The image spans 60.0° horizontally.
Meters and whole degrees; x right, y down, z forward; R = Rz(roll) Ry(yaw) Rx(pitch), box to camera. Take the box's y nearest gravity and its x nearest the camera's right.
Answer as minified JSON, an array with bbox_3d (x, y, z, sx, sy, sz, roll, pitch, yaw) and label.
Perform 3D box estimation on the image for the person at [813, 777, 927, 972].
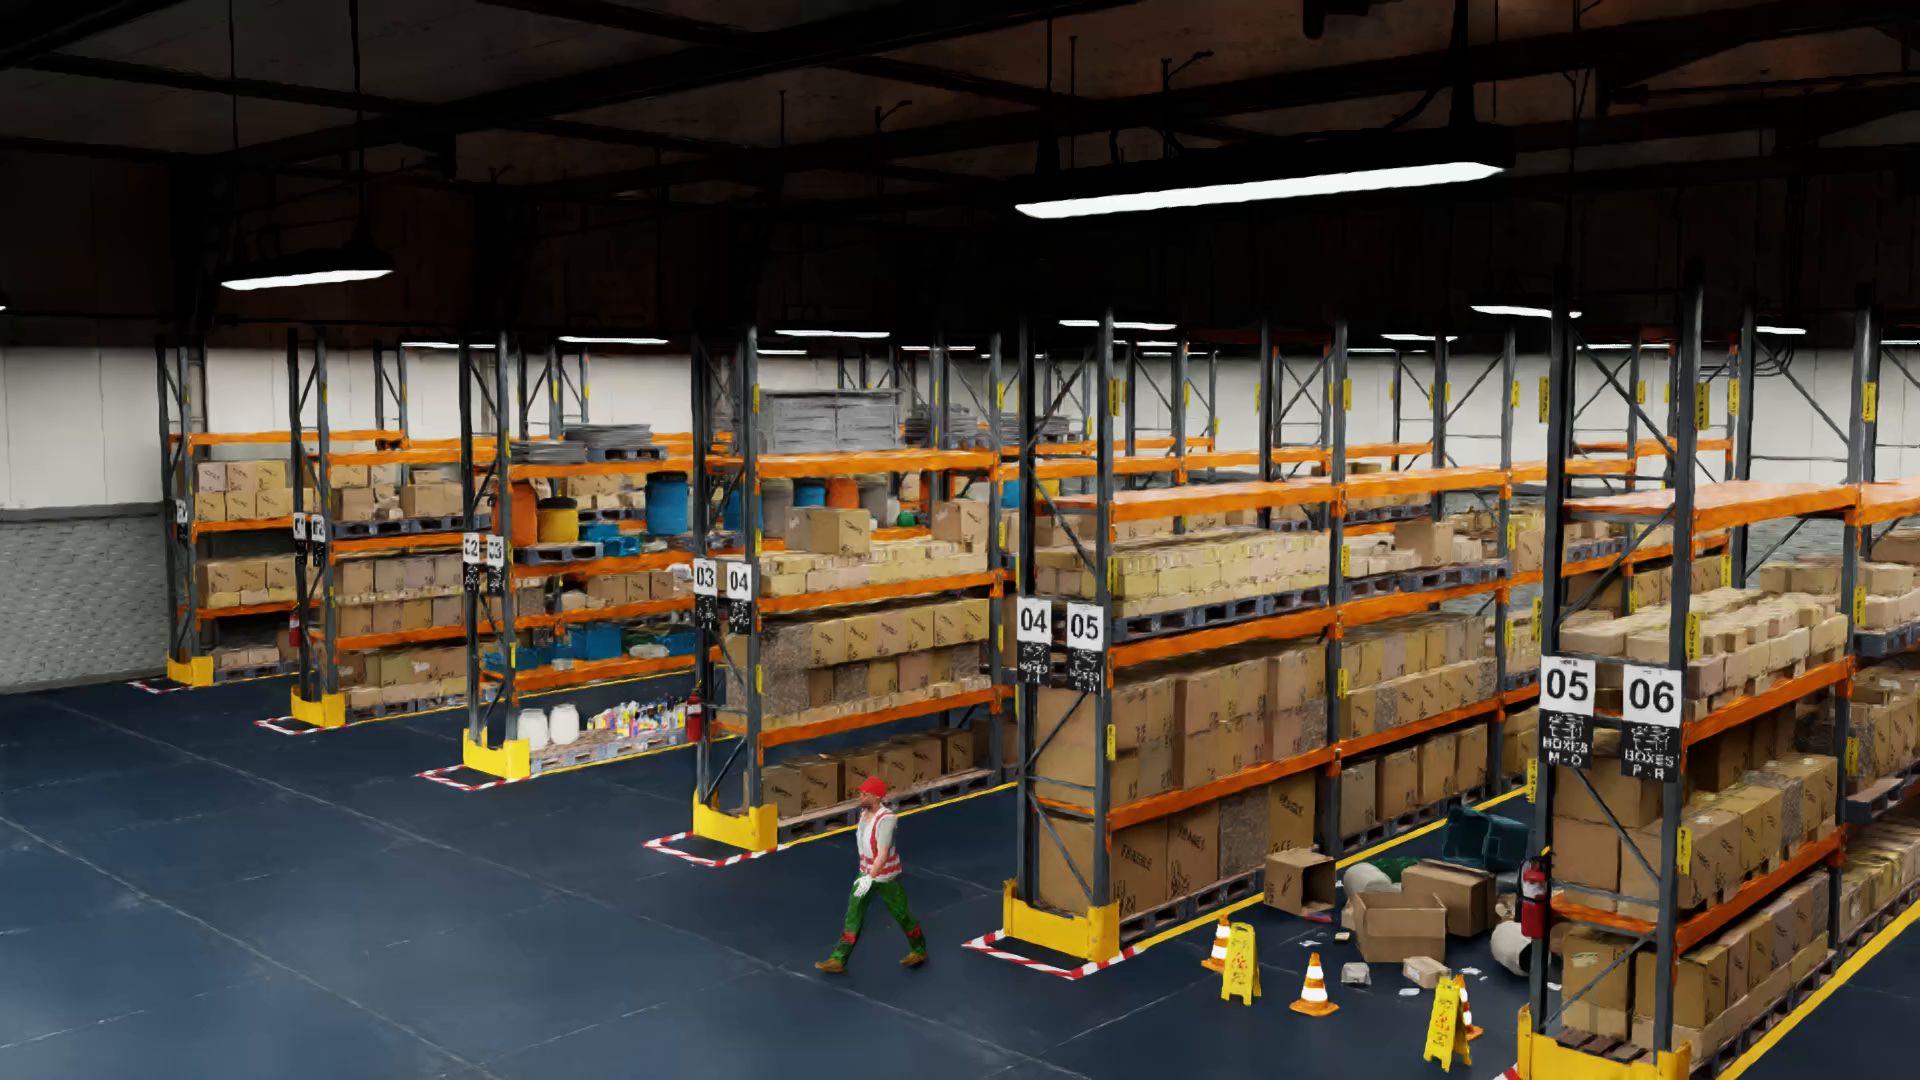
[{"bbox_3d":[-0.754,2.925,14.570,1.038,1.725,0.534,-4,7,-37],"label":"person"}]

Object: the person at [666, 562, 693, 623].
[{"bbox_3d":[-5.716,1.093,33.930,0.653,1.748,0.586,-2,6,-18],"label":"person"}]
